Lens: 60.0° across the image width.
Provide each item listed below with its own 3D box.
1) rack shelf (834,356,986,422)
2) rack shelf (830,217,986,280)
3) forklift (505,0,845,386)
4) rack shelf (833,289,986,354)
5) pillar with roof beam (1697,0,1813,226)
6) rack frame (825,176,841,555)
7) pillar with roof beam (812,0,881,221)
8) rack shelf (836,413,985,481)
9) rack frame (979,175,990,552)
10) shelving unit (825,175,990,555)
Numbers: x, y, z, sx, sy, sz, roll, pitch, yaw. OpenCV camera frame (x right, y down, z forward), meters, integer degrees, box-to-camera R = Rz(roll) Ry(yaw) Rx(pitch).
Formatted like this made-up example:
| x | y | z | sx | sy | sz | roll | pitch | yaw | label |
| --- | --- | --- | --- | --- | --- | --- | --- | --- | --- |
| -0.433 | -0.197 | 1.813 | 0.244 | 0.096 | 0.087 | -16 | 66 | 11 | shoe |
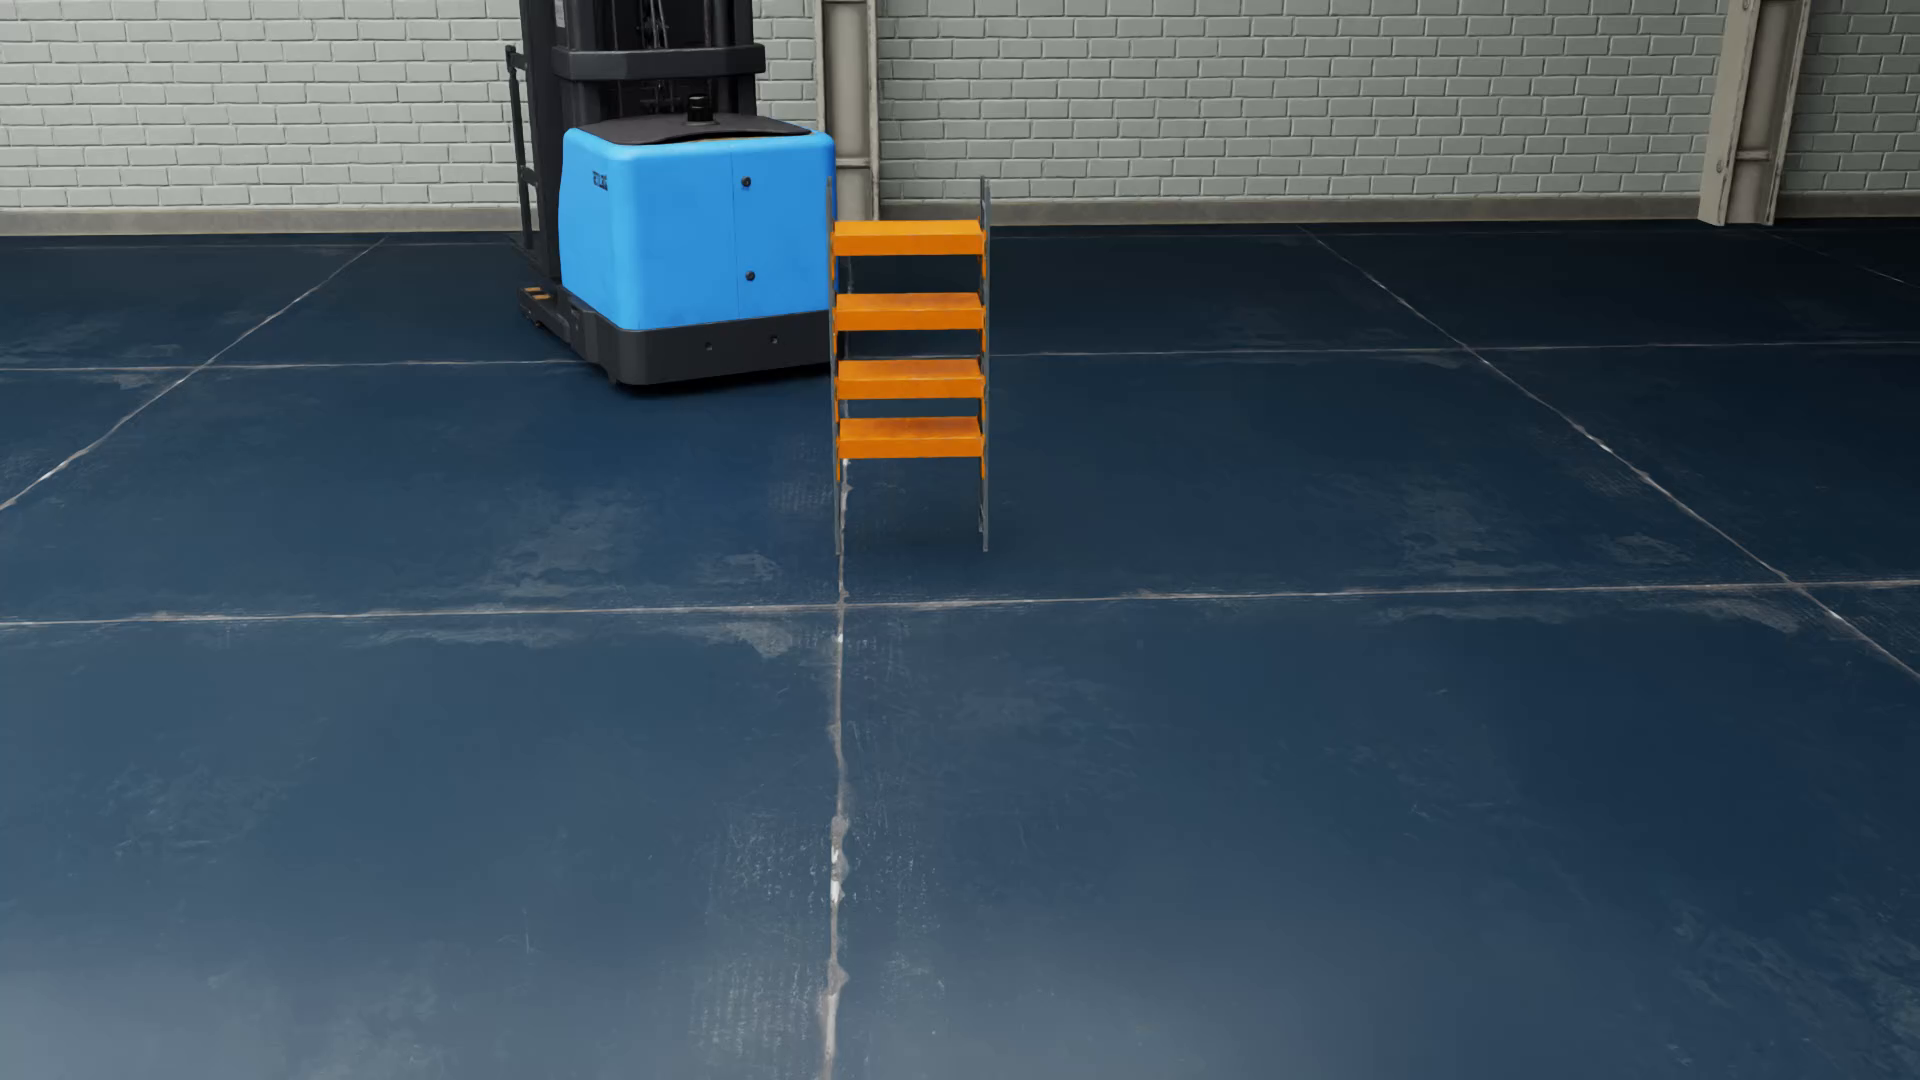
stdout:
| x | y | z | sx | sy | sz | roll | pitch | yaw | label |
| --- | --- | --- | --- | --- | --- | --- | --- | --- | --- |
| -0.165 | -0.495 | 5.423 | 0.480 | 0.148 | 0.258 | -1 | 21 | -3 | rack shelf |
| -0.165 | -0.925 | 5.259 | 0.480 | 0.148 | 0.258 | -1 | 21 | -3 | rack shelf |
| -1.648 | -2.521 | 8.123 | 1.130 | 2.935 | 3.031 | -10 | 23 | -25 | forklift |
| -0.165 | -0.704 | 5.343 | 0.480 | 0.148 | 0.258 | -1 | 21 | -3 | rack shelf |
| 5.511 | -4.842 | 5.693 | 0.400 | 9.000 | 9.100 | -1 | 21 | -3 | pillar with roof beam |
| -0.409 | -0.552 | 5.386 | 0.015 | 1.200 | 0.240 | -1 | 21 | -3 | rack frame |
| -0.479 | -4.721 | 5.372 | 0.400 | 9.000 | 9.100 | -1 | 21 | -3 | pillar with roof beam |
| -0.165 | -0.309 | 5.493 | 0.480 | 0.148 | 0.258 | -1 | 21 | -3 | rack shelf |
| 0.078 | -0.562 | 5.412 | 0.015 | 1.200 | 0.240 | -1 | 21 | -3 | rack frame |
| -0.165 | -0.557 | 5.399 | 0.503 | 1.200 | 0.258 | -1 | 21 | -3 | shelving unit |
